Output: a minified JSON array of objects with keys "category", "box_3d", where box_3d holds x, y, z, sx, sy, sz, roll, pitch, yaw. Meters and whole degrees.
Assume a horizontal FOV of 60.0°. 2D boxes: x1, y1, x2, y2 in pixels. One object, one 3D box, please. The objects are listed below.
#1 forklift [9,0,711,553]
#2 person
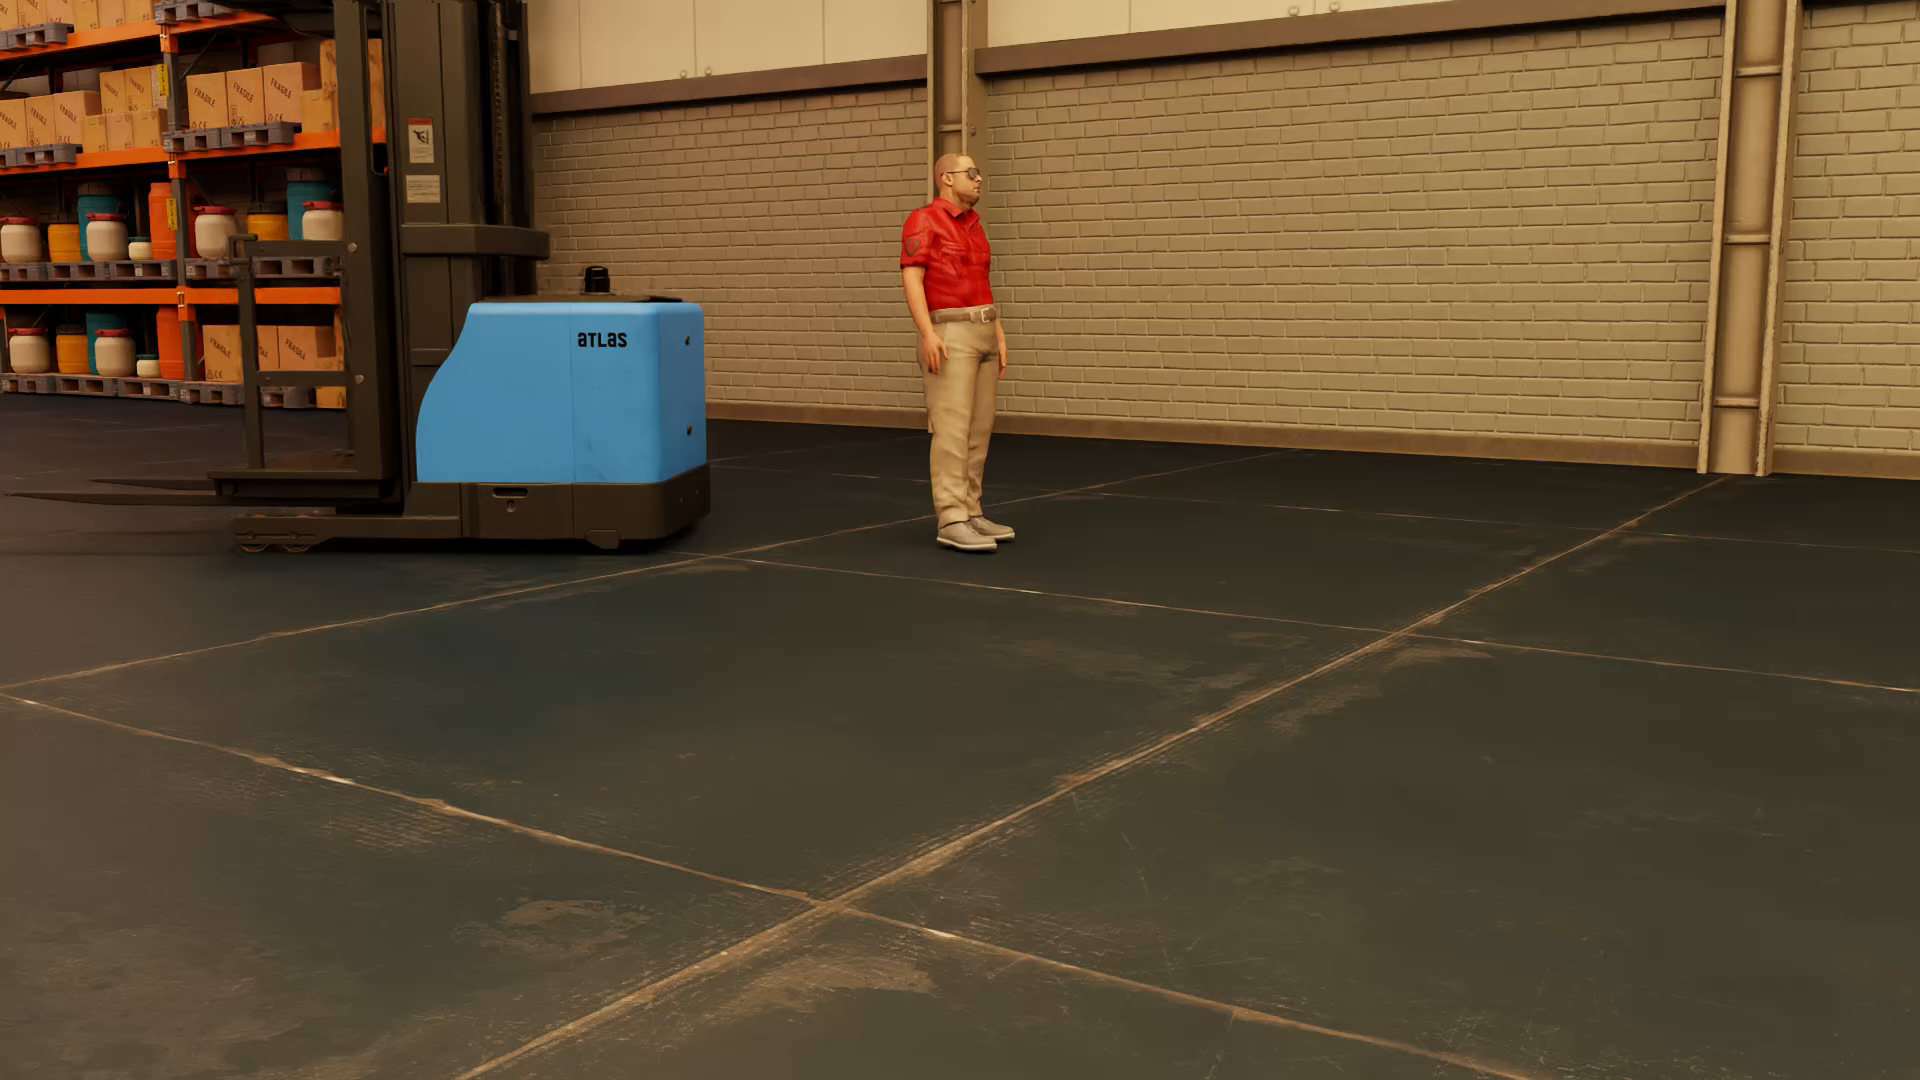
[{"category":"forklift","box_3d":[-2.746,-1.469,7.520,3.031,2.935,1.130,1,8,4]},{"category":"person","box_3d":[0.068,-0.855,7.422,0.550,1.727,0.641,5,10,34]}]
